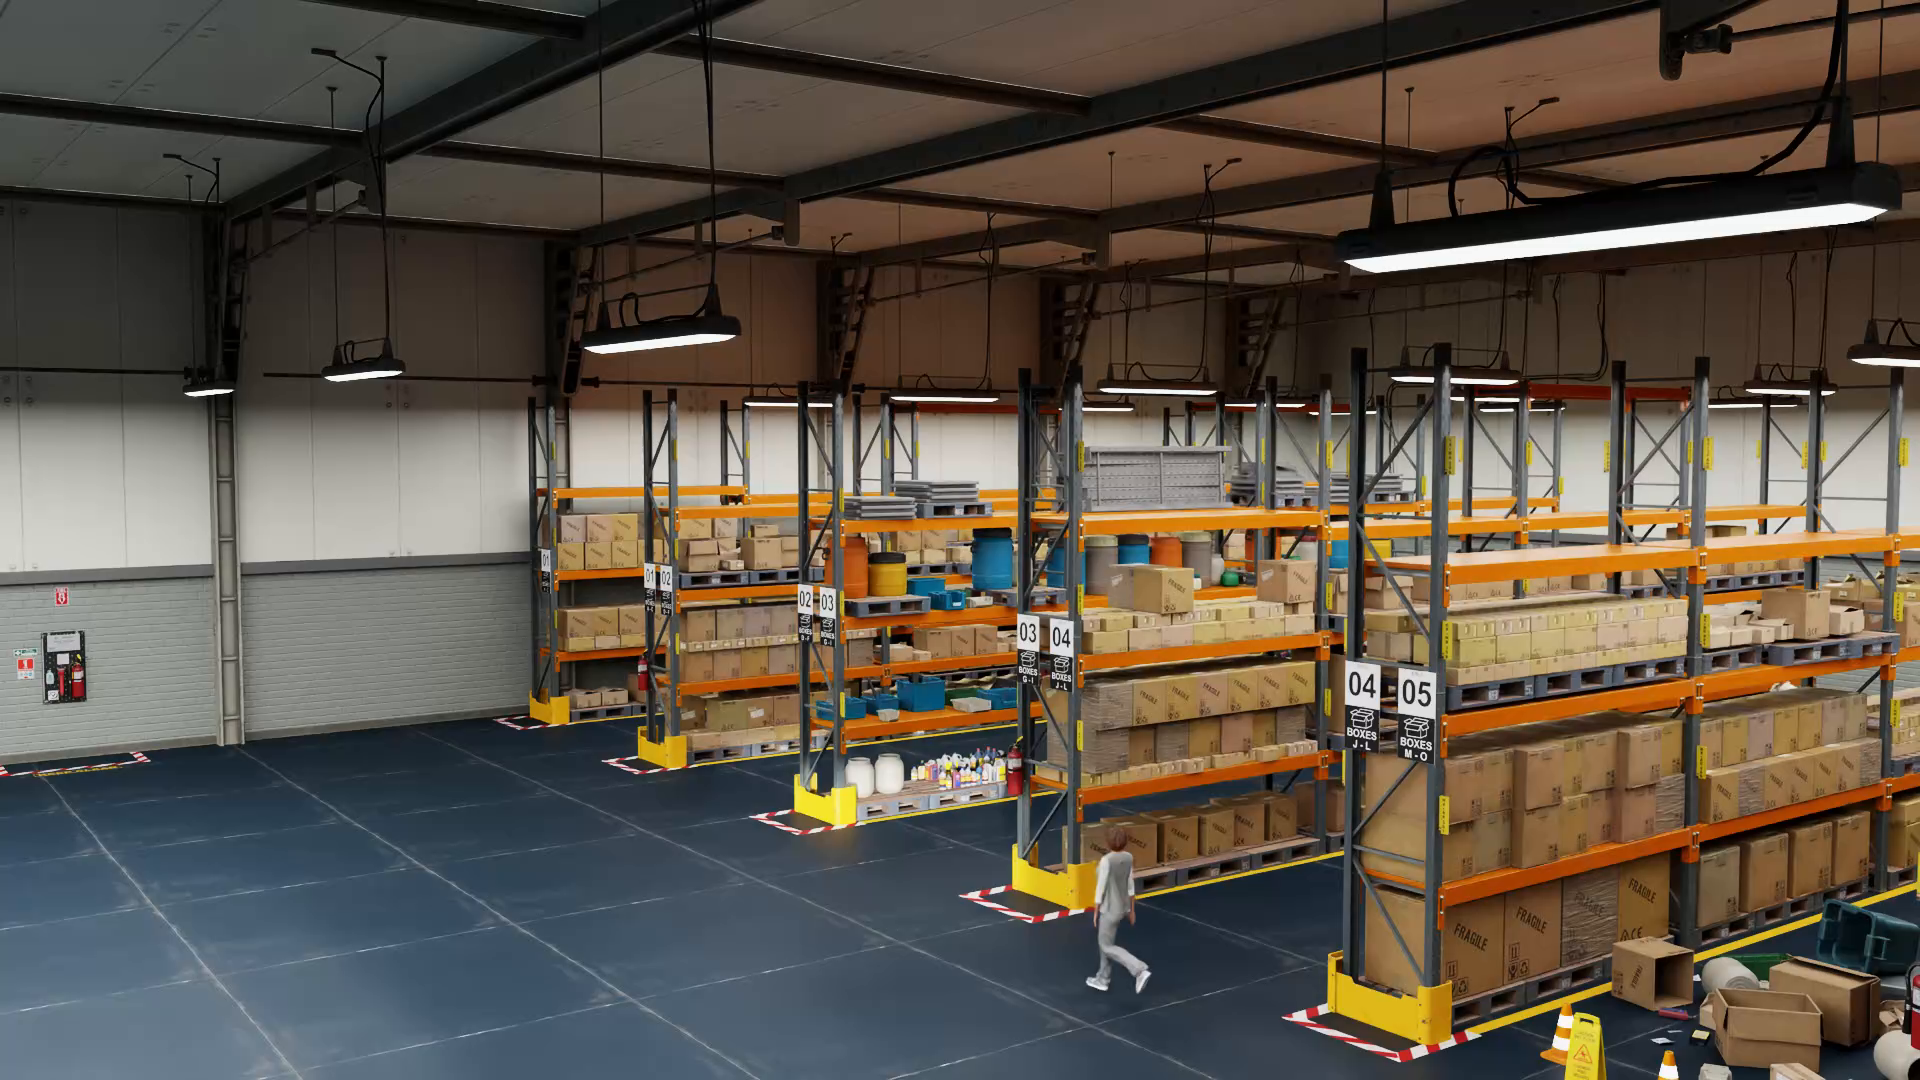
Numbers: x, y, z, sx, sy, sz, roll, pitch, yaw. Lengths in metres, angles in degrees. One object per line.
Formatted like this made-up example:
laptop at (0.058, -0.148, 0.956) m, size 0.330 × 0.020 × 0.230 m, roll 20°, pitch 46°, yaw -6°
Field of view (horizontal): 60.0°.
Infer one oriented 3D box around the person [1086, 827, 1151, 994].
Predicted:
person at (1.463, 3.455, 15.470) m, size 0.760 × 1.577 × 0.407 m, roll 2°, pitch 4°, yaw 30°

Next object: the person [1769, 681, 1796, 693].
person at (12.334, 2.791, 25.025) m, size 0.659 × 1.764 × 0.568 m, roll -2°, pitch 4°, yaw -35°
